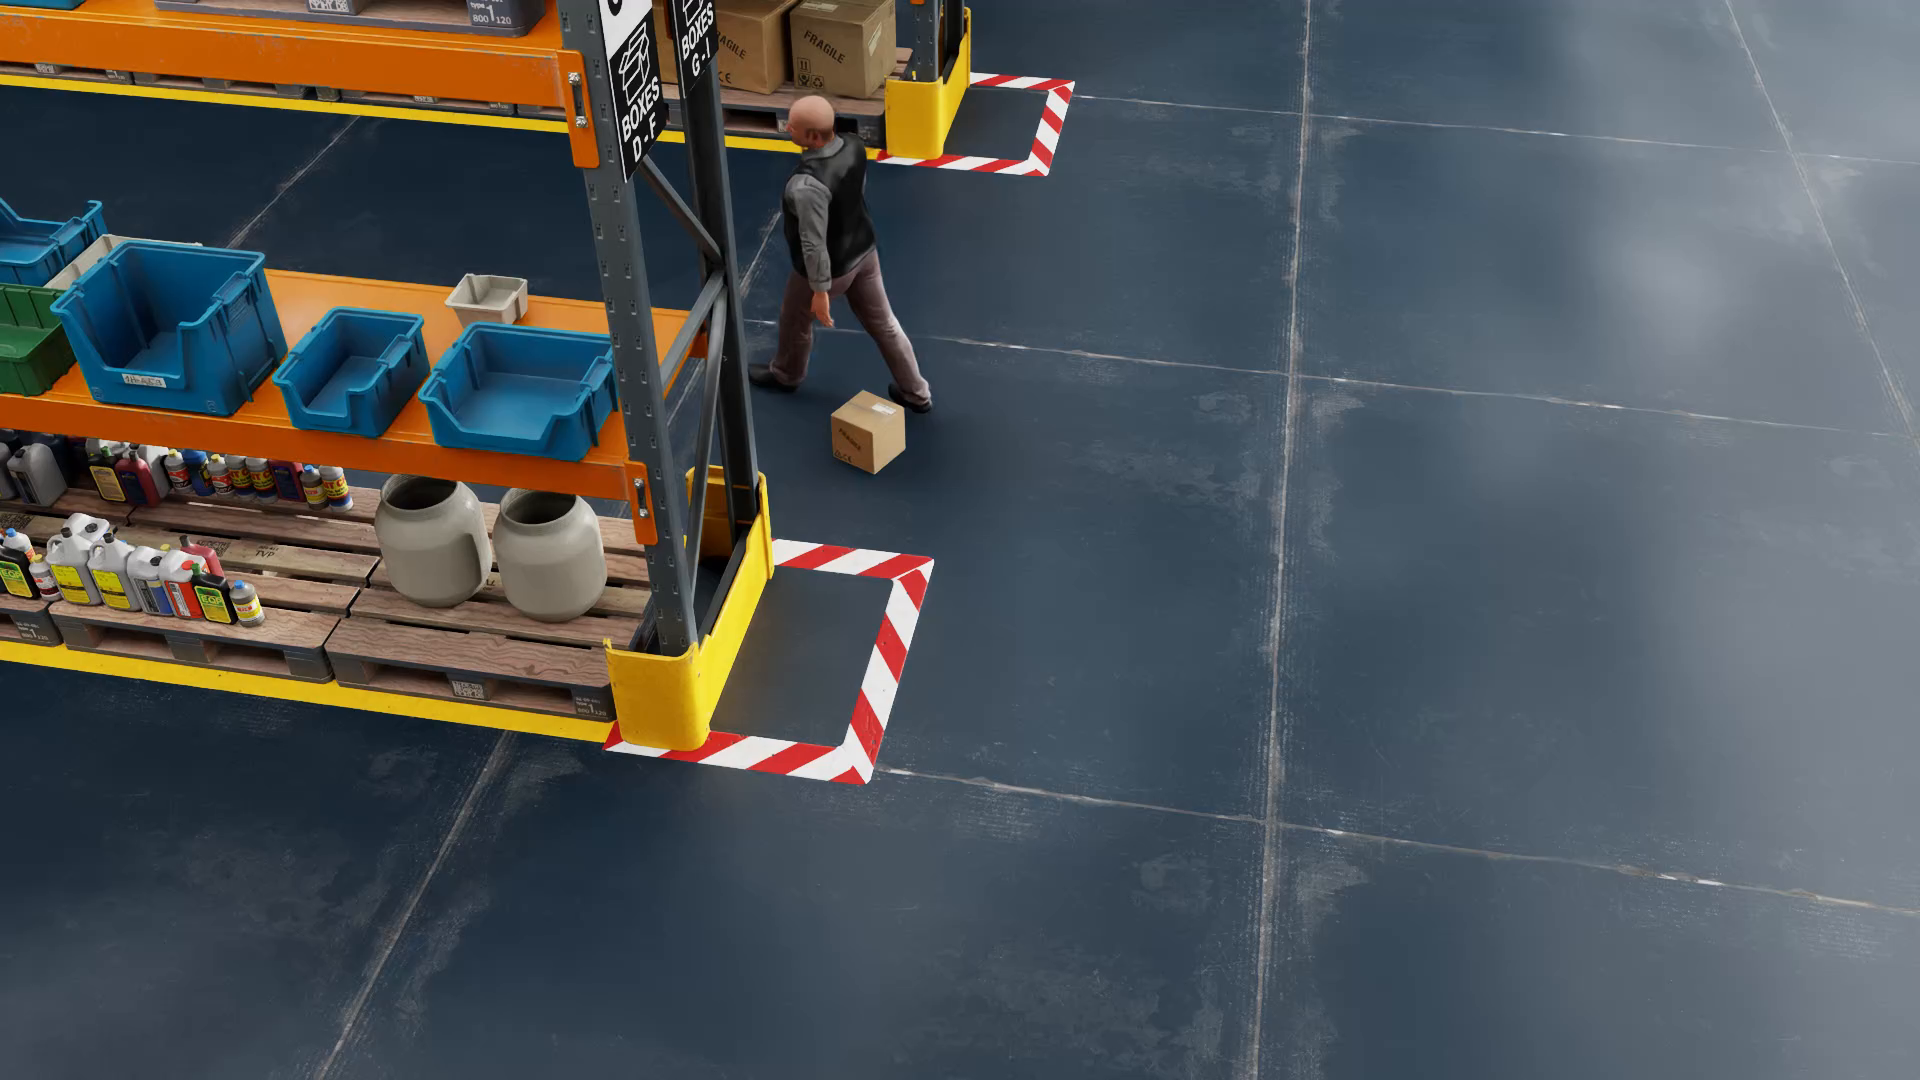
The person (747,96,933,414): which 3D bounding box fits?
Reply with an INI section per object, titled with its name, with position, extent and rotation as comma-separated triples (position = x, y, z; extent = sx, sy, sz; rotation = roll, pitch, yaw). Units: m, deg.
[person]
position = -0.625, -1.329, 7.753
extent = 0.999, 1.675, 0.606
rotation = 24, 46, 26
